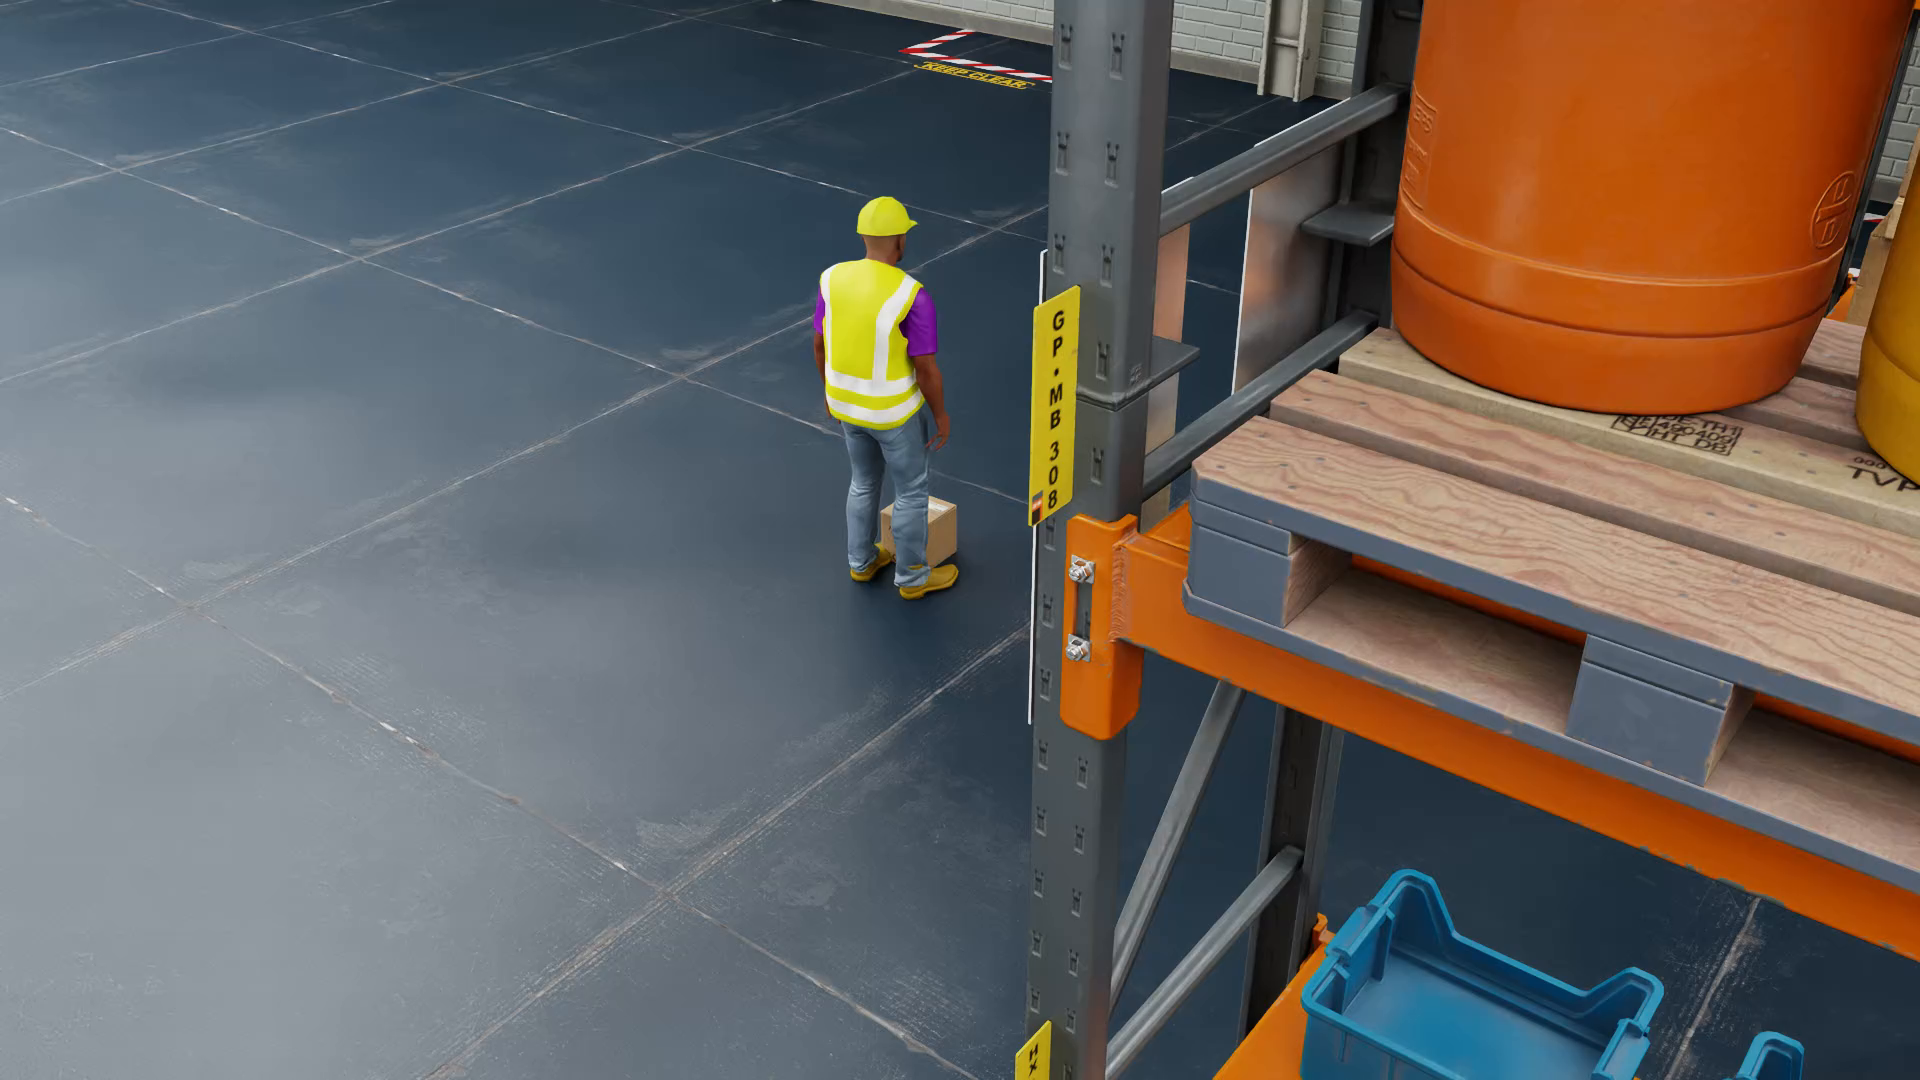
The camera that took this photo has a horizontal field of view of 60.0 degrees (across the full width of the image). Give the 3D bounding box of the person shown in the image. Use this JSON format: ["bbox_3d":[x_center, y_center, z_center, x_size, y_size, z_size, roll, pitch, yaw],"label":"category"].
[{"bbox_3d":[-0.325,-0.595,7.117,0.634,1.759,0.461,19,36,28],"label":"person"}]
